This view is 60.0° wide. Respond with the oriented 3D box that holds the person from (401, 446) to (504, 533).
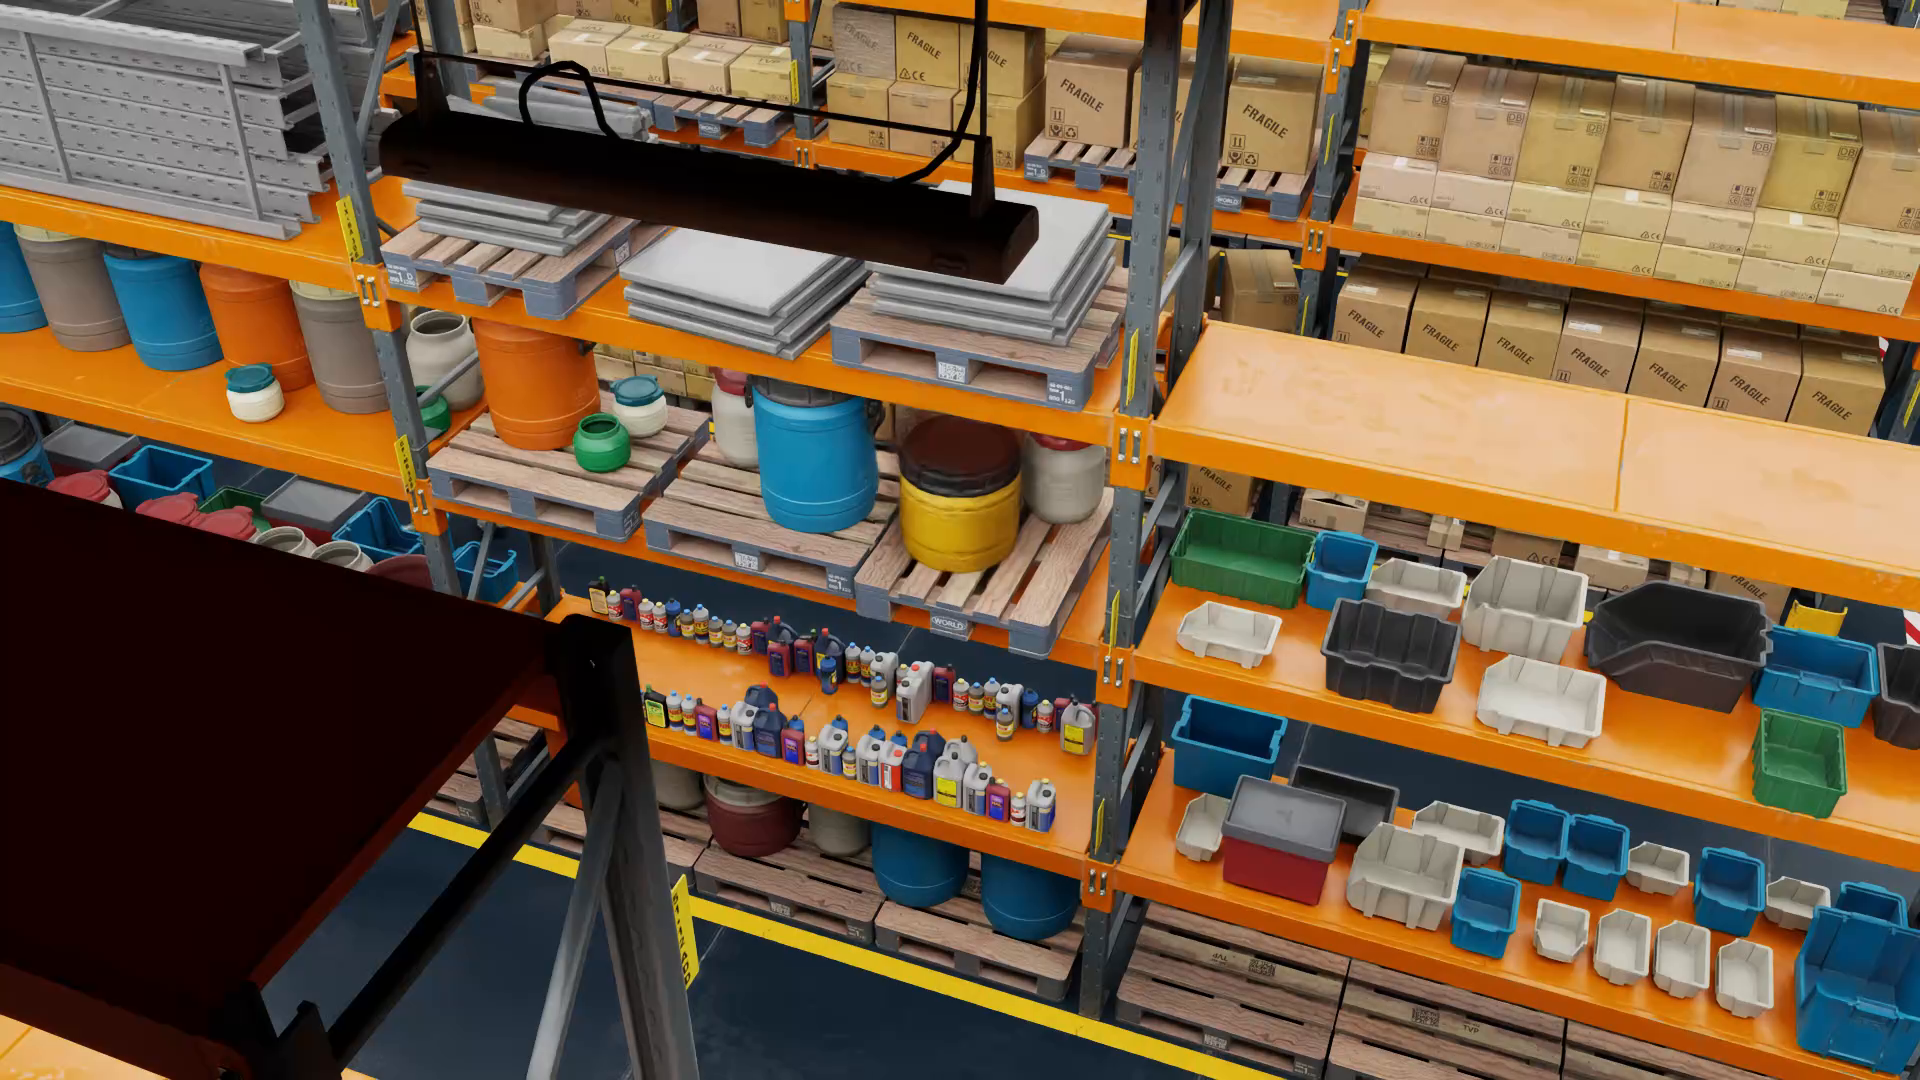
[{"bbox_3d":[-4.109,-0.685,12.929,0.928,1.617,0.543,-2,37,-2],"label":"person"}]
